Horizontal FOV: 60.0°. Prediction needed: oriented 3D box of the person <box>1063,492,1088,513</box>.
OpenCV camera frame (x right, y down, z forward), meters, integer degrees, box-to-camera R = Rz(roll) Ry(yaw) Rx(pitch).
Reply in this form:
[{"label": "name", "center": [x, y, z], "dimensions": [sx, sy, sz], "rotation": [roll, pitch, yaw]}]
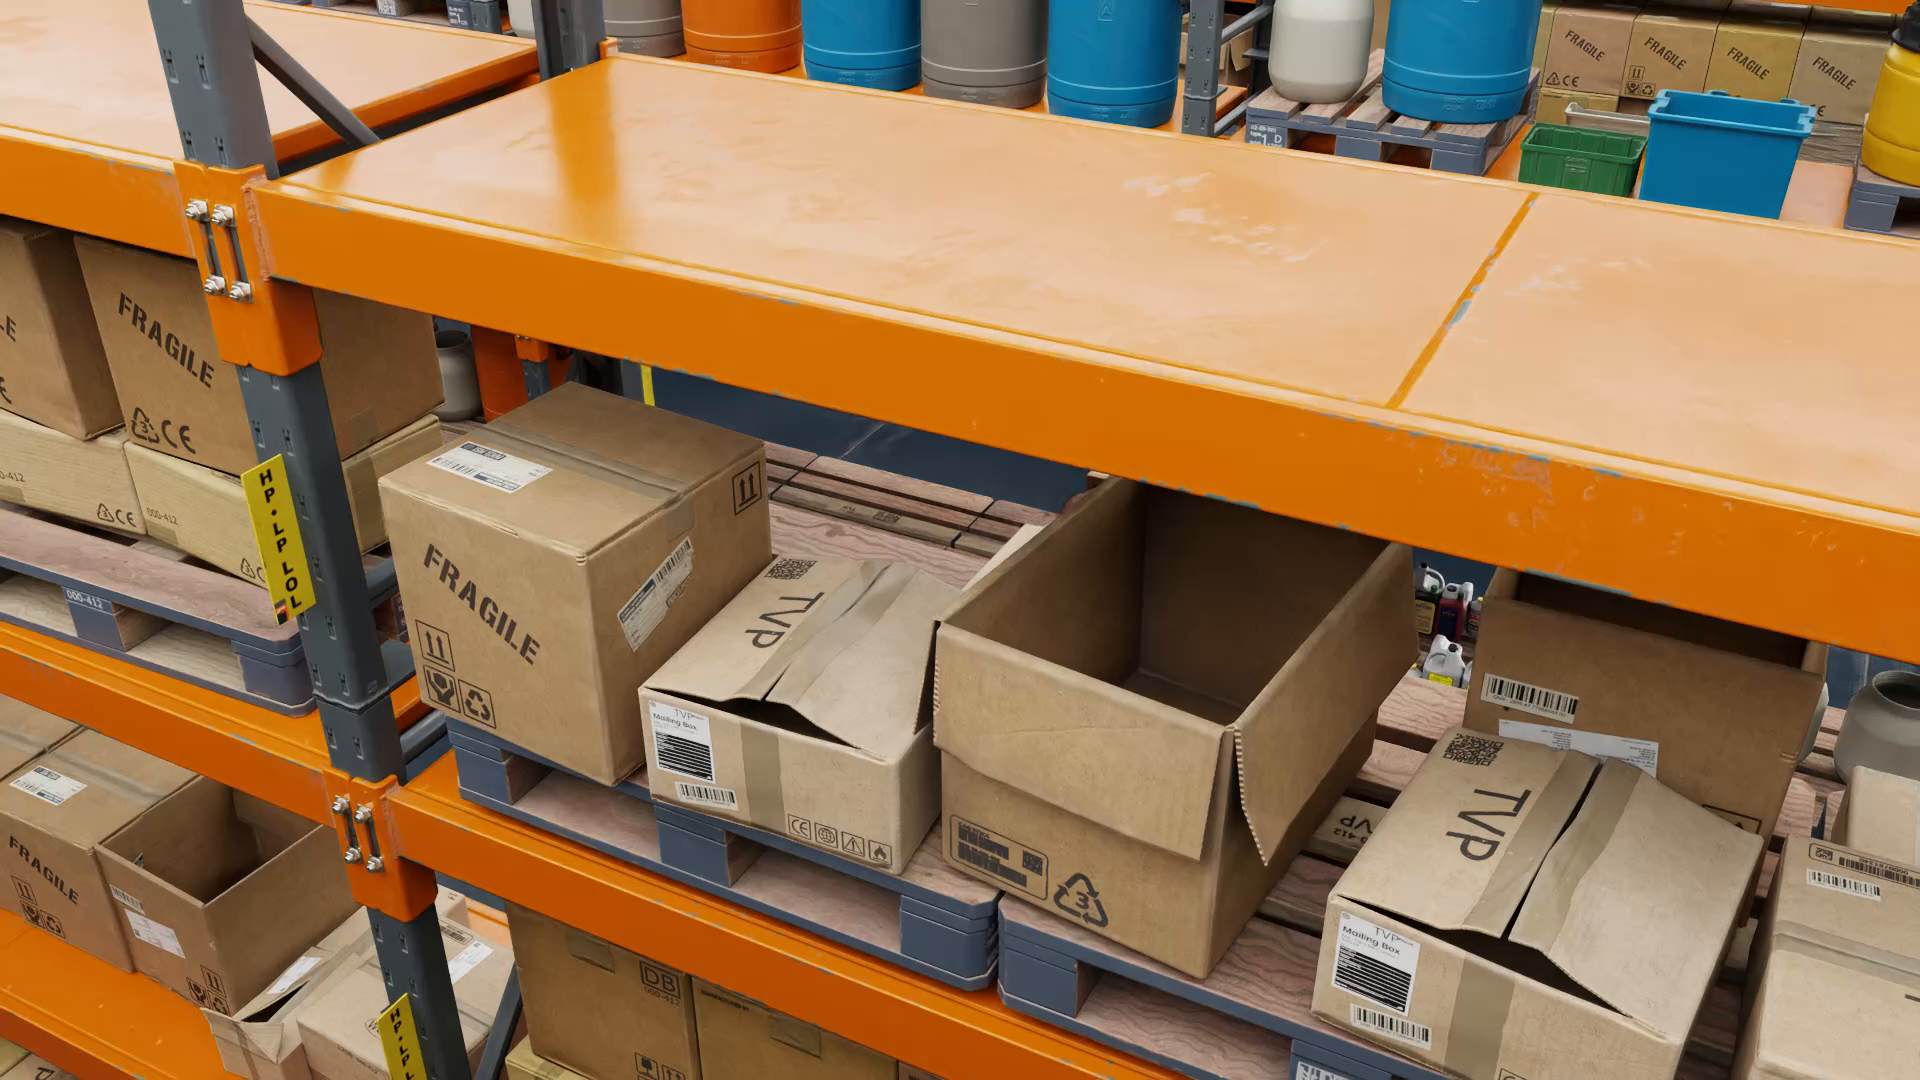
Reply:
[{"label": "person", "center": [0.599, 0.509, 7.395], "dimensions": [0.462, 1.556, 0.882], "rotation": [-21, 36, -31]}]
